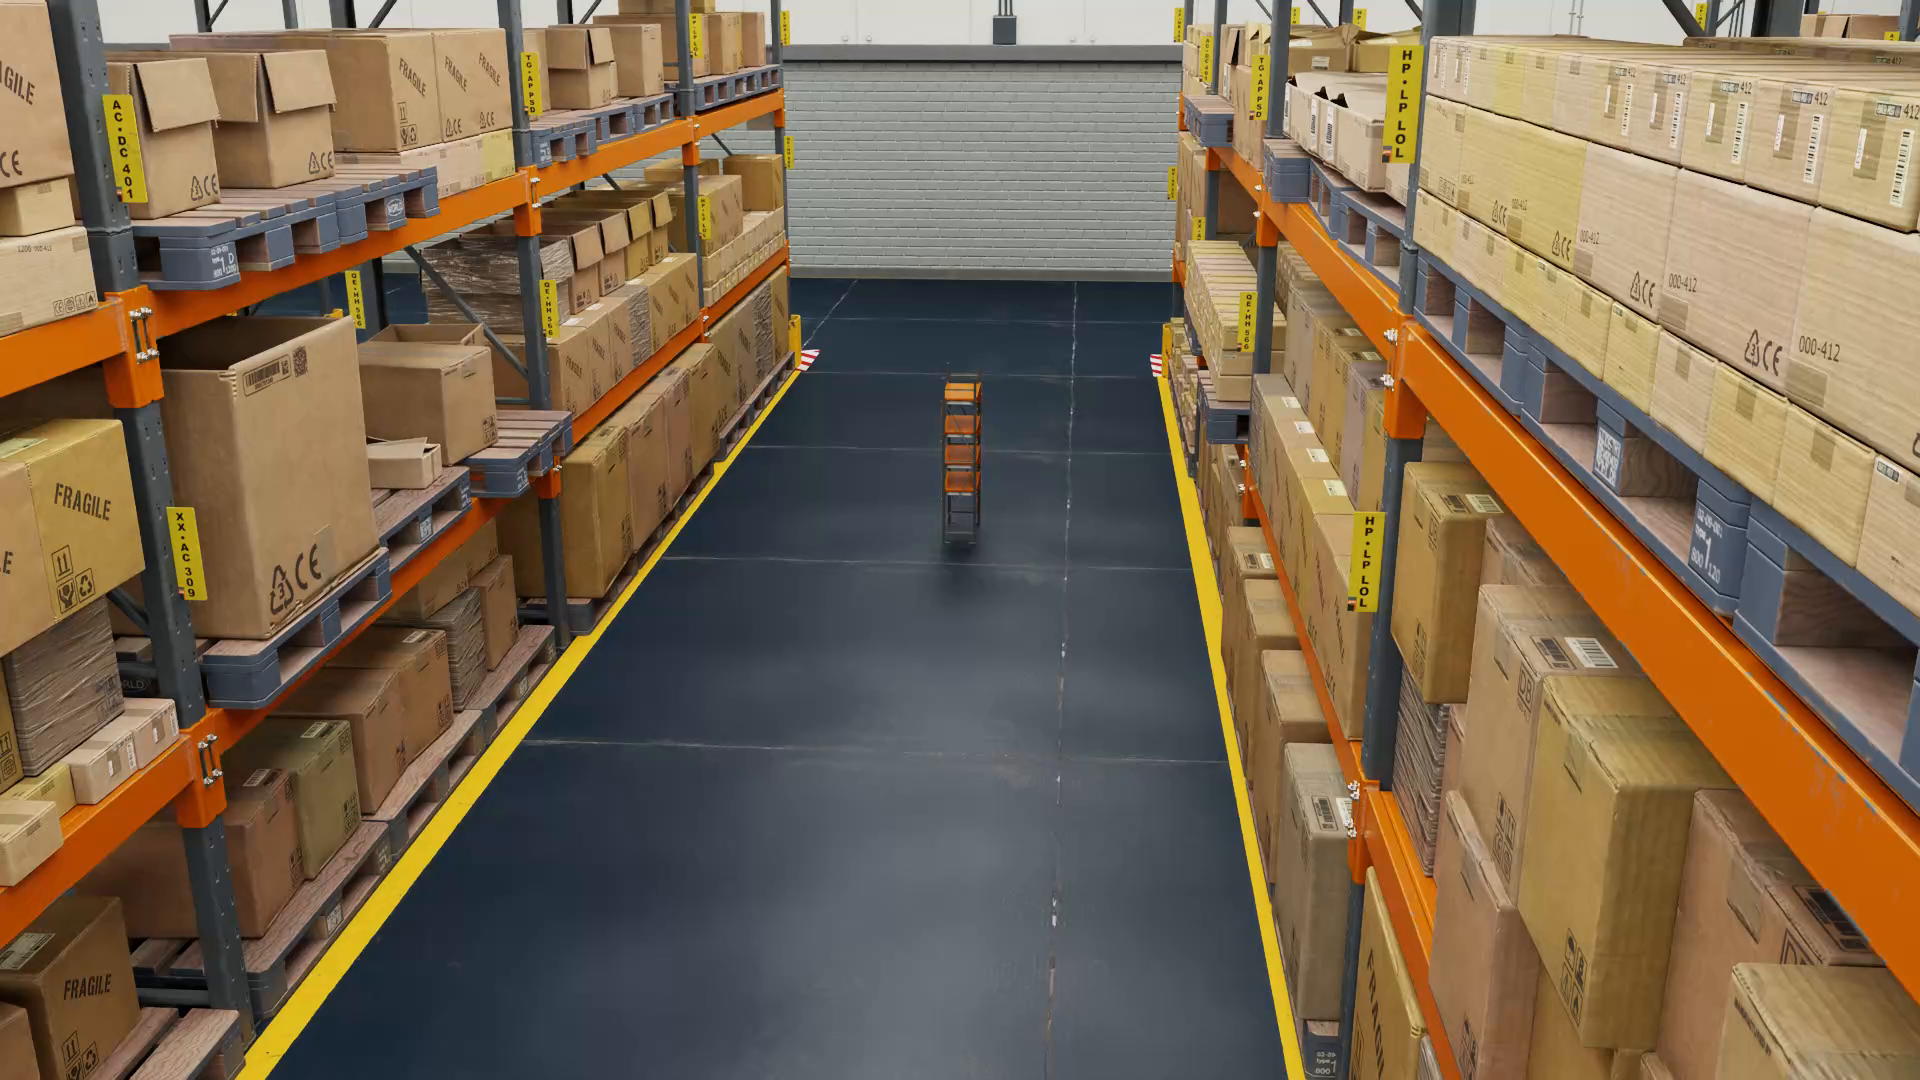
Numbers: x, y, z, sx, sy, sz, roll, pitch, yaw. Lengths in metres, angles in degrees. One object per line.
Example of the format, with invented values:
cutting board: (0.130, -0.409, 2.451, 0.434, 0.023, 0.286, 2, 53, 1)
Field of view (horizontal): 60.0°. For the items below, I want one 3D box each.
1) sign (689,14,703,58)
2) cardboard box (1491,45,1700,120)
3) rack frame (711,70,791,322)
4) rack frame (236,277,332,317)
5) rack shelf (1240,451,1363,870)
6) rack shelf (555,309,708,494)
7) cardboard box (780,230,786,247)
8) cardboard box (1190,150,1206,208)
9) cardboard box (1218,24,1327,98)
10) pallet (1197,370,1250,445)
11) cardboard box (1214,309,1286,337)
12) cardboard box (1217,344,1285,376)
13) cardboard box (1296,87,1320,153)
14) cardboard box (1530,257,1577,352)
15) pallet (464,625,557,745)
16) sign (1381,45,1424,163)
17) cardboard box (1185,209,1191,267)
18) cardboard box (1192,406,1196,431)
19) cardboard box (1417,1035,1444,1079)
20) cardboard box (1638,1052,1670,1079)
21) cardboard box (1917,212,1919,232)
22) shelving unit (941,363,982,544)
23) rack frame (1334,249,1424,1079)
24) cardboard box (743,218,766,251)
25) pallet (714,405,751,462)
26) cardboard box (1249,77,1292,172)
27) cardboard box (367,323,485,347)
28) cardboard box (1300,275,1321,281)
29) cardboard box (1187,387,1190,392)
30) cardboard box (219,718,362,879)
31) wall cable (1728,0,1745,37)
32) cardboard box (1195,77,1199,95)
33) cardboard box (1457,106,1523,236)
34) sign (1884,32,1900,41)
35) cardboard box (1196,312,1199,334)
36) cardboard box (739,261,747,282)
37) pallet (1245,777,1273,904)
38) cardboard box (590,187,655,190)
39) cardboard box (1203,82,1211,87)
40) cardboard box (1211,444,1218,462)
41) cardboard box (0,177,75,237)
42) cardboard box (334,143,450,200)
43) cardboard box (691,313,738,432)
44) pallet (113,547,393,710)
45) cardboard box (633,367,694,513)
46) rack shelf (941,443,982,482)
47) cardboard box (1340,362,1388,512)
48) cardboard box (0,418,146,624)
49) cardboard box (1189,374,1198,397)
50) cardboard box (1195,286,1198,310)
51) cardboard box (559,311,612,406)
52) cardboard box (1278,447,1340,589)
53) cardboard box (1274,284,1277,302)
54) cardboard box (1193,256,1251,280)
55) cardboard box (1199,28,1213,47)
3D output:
sign: (-2.020, -3.847, 12.694, 0.100, 0.325, 0.005, 1, 18, 4)
cardboard box: (1.386, -0.999, 3.624, 0.380, 0.149, 0.250, 1, 18, 3)
rack frame: (-2.275, -3.278, 17.109, 1.000, 3.000, 0.127, 1, 18, 4)
rack frame: (-7.215, -3.388, 17.447, 1.000, 3.000, 0.127, 1, 18, 4)
rack shelf: (1.948, 0.312, 7.309, 1.077, 0.370, 4.000, 1, 18, 4)
rack shelf: (-2.705, -1.073, 11.534, 1.077, 0.370, 4.000, 1, 18, 4)
cardboard box: (-1.972, -3.041, 16.789, 0.380, 0.149, 0.250, 2, 18, 5)
cardboard box: (2.225, -3.029, 14.105, 0.500, 0.500, 0.500, 2, 18, 5)
cardboard box: (2.242, -3.451, 11.985, 0.700, 0.500, 0.500, 1, 18, 4)
pallet: (2.037, -0.784, 9.806, 1.213, 0.211, 1.003, 1, 18, 4)
cardboard box: (1.690, -1.254, 9.708, 0.380, 0.149, 0.250, 1, 18, 3)
cardboard box: (1.673, -1.036, 9.520, 0.380, 0.149, 0.250, 2, 18, 5)
cardboard box: (1.785, -1.877, 7.422, 0.500, 0.250, 0.500, 2, 18, 5)
cardboard box: (1.350, -0.461, 3.264, 0.380, 0.149, 0.250, 1, 18, 4)
pallet: (-2.906, 0.775, 9.220, 1.003, 0.211, 1.213, 1, 18, 4)
sign: (1.263, -1.239, 4.733, 0.100, 0.325, 0.005, 1, 18, 4)
cardboard box: (2.207, -2.555, 14.264, 0.500, 0.500, 0.500, 1, 18, 4)
cardboard box: (2.084, -0.985, 13.537, 0.380, 0.149, 0.250, 2, 18, 5)
cardboard box: (1.629, 1.875, 4.121, 0.875, 0.875, 0.875, 1, 18, 4)
cardboard box: (1.683, 1.304, 2.887, 0.875, 0.550, 0.550, 1, 18, 4)
cardboard box: (1.242, -0.368, 1.699, 0.380, 0.149, 0.250, 2, 18, 5)
shelving unit: (0.012, -0.622, 11.893, 0.258, 1.200, 0.503, 1, 18, 4)
rack frame: (1.805, 0.591, 5.302, 1.000, 3.000, 0.127, 1, 18, 4)
cardboard box: (-2.118, -2.876, 15.646, 0.500, 0.250, 0.500, 1, 18, 2)
pallet: (-2.429, -0.945, 14.468, 1.003, 0.211, 1.213, 1, 18, 4)
cardboard box: (1.879, -2.307, 9.169, 0.500, 0.500, 0.500, 1, 18, 4)
cardboard box: (-2.847, -0.872, 8.931, 0.500, 0.500, 0.500, -1, 18, -3)
cardboard box: (2.432, -1.639, 10.881, 0.380, 0.149, 0.250, 1, 18, 3)
cardboard box: (2.227, -1.269, 14.881, 0.380, 0.149, 0.250, 2, 18, 5)
cardboard box: (-3.017, 1.090, 7.087, 0.700, 0.500, 0.500, 1, 18, 4)
wall cable: (11.262, -7.607, 20.626, 2.988, 3.039, 0.133, 1, 18, 4)
cardboard box: (2.228, -3.719, 13.878, 0.500, 0.250, 0.500, 1, 18, 3)
cardboard box: (1.456, -0.849, 3.808, 0.500, 0.250, 0.500, 1, 18, 3)
sign: (6.769, -3.535, 12.119, 0.100, 0.325, 0.005, 1, 18, 4)
cardboard box: (1.803, -1.456, 11.278, 0.380, 0.149, 0.250, 1, 18, 3)
cardboard box: (-2.116, -2.403, 14.843, 0.380, 0.149, 0.250, 1, 18, 5)
pallet: (1.870, 1.295, 7.632, 1.003, 0.211, 1.213, 1, 18, 4)
cardboard box: (-2.795, -2.611, 13.632, 0.500, 0.500, 0.500, 2, 18, 5)
cardboard box: (2.158, -3.634, 12.818, 0.500, 0.250, 0.500, 0, 18, 1)
cardboard box: (1.985, -0.714, 11.421, 0.500, 0.250, 0.500, 2, 18, 6)
cardboard box: (-2.870, -0.987, 4.902, 0.380, 0.149, 0.250, 2, 18, 6)
cardboard box: (-2.698, -1.684, 7.669, 0.500, 0.250, 0.500, 2, 18, 5)
cardboard box: (-2.434, -1.429, 14.204, 0.875, 0.875, 0.875, 1, 18, 4)
pallet: (-2.935, 0.306, 6.480, 1.003, 0.211, 1.213, 1, 18, 4)
cardboard box: (-2.651, -0.749, 12.128, 1.225, 0.875, 0.875, 1, 18, 2)
rack shelf: (0.012, -0.558, 11.914, 0.258, 0.148, 0.480, 1, 18, 4)
cardboard box: (1.906, -0.403, 6.568, 0.700, 0.500, 0.500, 1, 18, 4)
cardboard box: (-2.893, -0.069, 5.072, 0.500, 0.500, 0.500, 1, 18, 4)
cardboard box: (2.134, -1.295, 14.006, 0.380, 0.149, 0.250, 1, 18, 3)
cardboard box: (1.822, -1.678, 11.477, 0.380, 0.149, 0.250, 2, 18, 6)
cardboard box: (-2.507, -1.146, 10.442, 0.500, 0.500, 0.500, 1, 18, 2)
cardboard box: (1.682, -0.096, 7.238, 0.500, 0.500, 0.500, 1, 18, 3)
cardboard box: (2.547, -1.846, 12.468, 0.380, 0.149, 0.250, 1, 18, 3)
cardboard box: (1.836, -1.901, 11.679, 0.380, 0.149, 0.250, 1, 18, 3)
cardboard box: (2.195, -4.180, 13.843, 0.380, 0.149, 0.250, 1, 18, 4)
